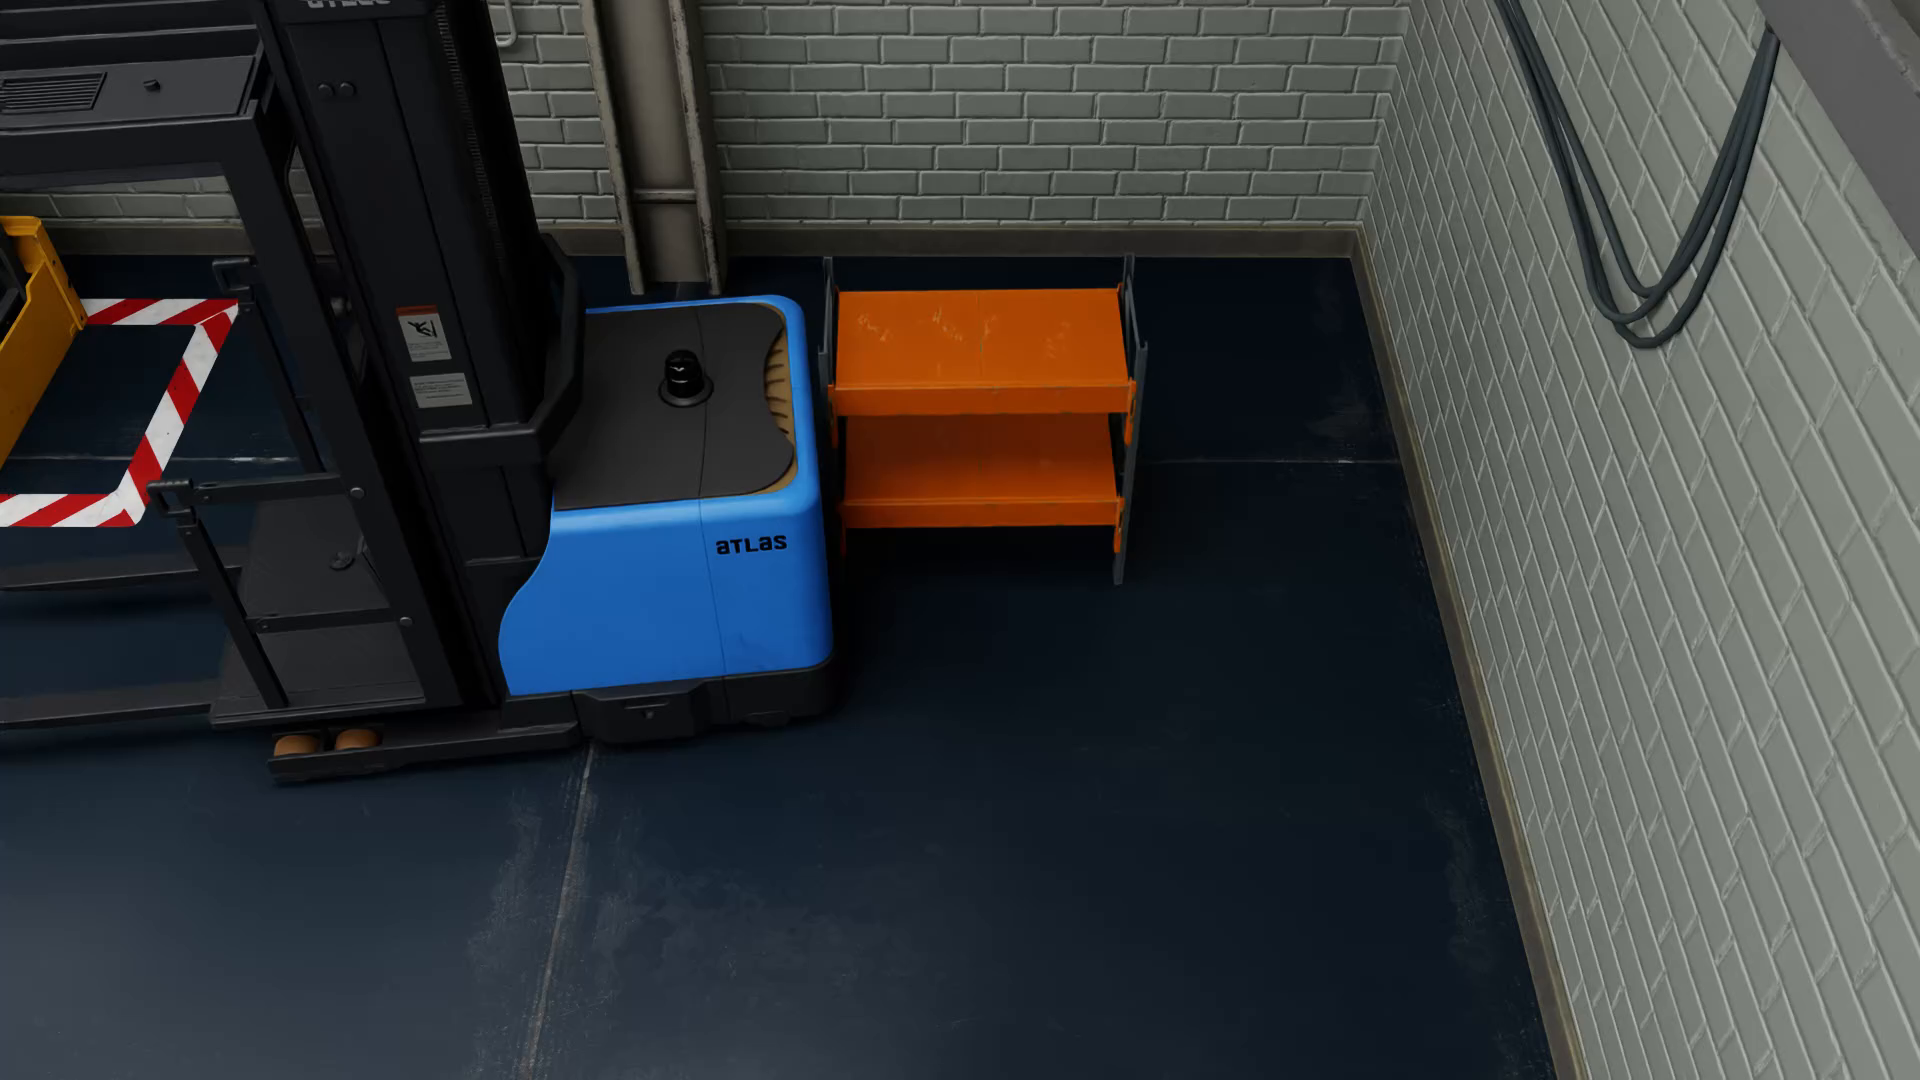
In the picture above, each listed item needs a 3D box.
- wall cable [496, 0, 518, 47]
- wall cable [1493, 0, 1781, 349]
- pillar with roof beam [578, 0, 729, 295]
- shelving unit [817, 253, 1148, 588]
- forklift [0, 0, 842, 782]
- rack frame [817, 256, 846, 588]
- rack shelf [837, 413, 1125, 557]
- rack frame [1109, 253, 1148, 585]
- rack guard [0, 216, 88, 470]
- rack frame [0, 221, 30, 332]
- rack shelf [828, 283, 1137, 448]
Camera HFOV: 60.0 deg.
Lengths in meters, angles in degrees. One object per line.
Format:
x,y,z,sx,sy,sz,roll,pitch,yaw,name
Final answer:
-2.651,-2.614,5.940,1.851,1.984,0.084,0,47,0,wall cable
1.720,-2.288,4.353,0.112,2.526,3.097,0,47,0,wall cable
-1.248,-1.097,1.124,0.400,9.000,9.100,0,47,0,pillar with roof beam
0.068,-0.396,5.850,1.048,1.125,0.538,-1,47,-1,shelving unit
-1.960,-0.615,4.820,3.031,2.935,1.130,-5,47,-5,forklift
-0.440,-0.390,5.844,0.032,1.125,0.500,-1,47,-1,rack frame
0.068,-0.230,6.029,1.000,0.278,0.538,-1,47,-1,rack shelf
0.576,-0.403,5.857,0.032,1.125,0.500,-1,47,-1,rack frame
-3.911,-0.727,6.585,0.348,0.500,1.175,0,47,0,rack guard
-3.935,-1.579,5.670,0.127,3.000,1.000,0,47,0,rack frame
0.068,-0.596,5.636,1.000,0.278,0.538,-1,47,-1,rack shelf
